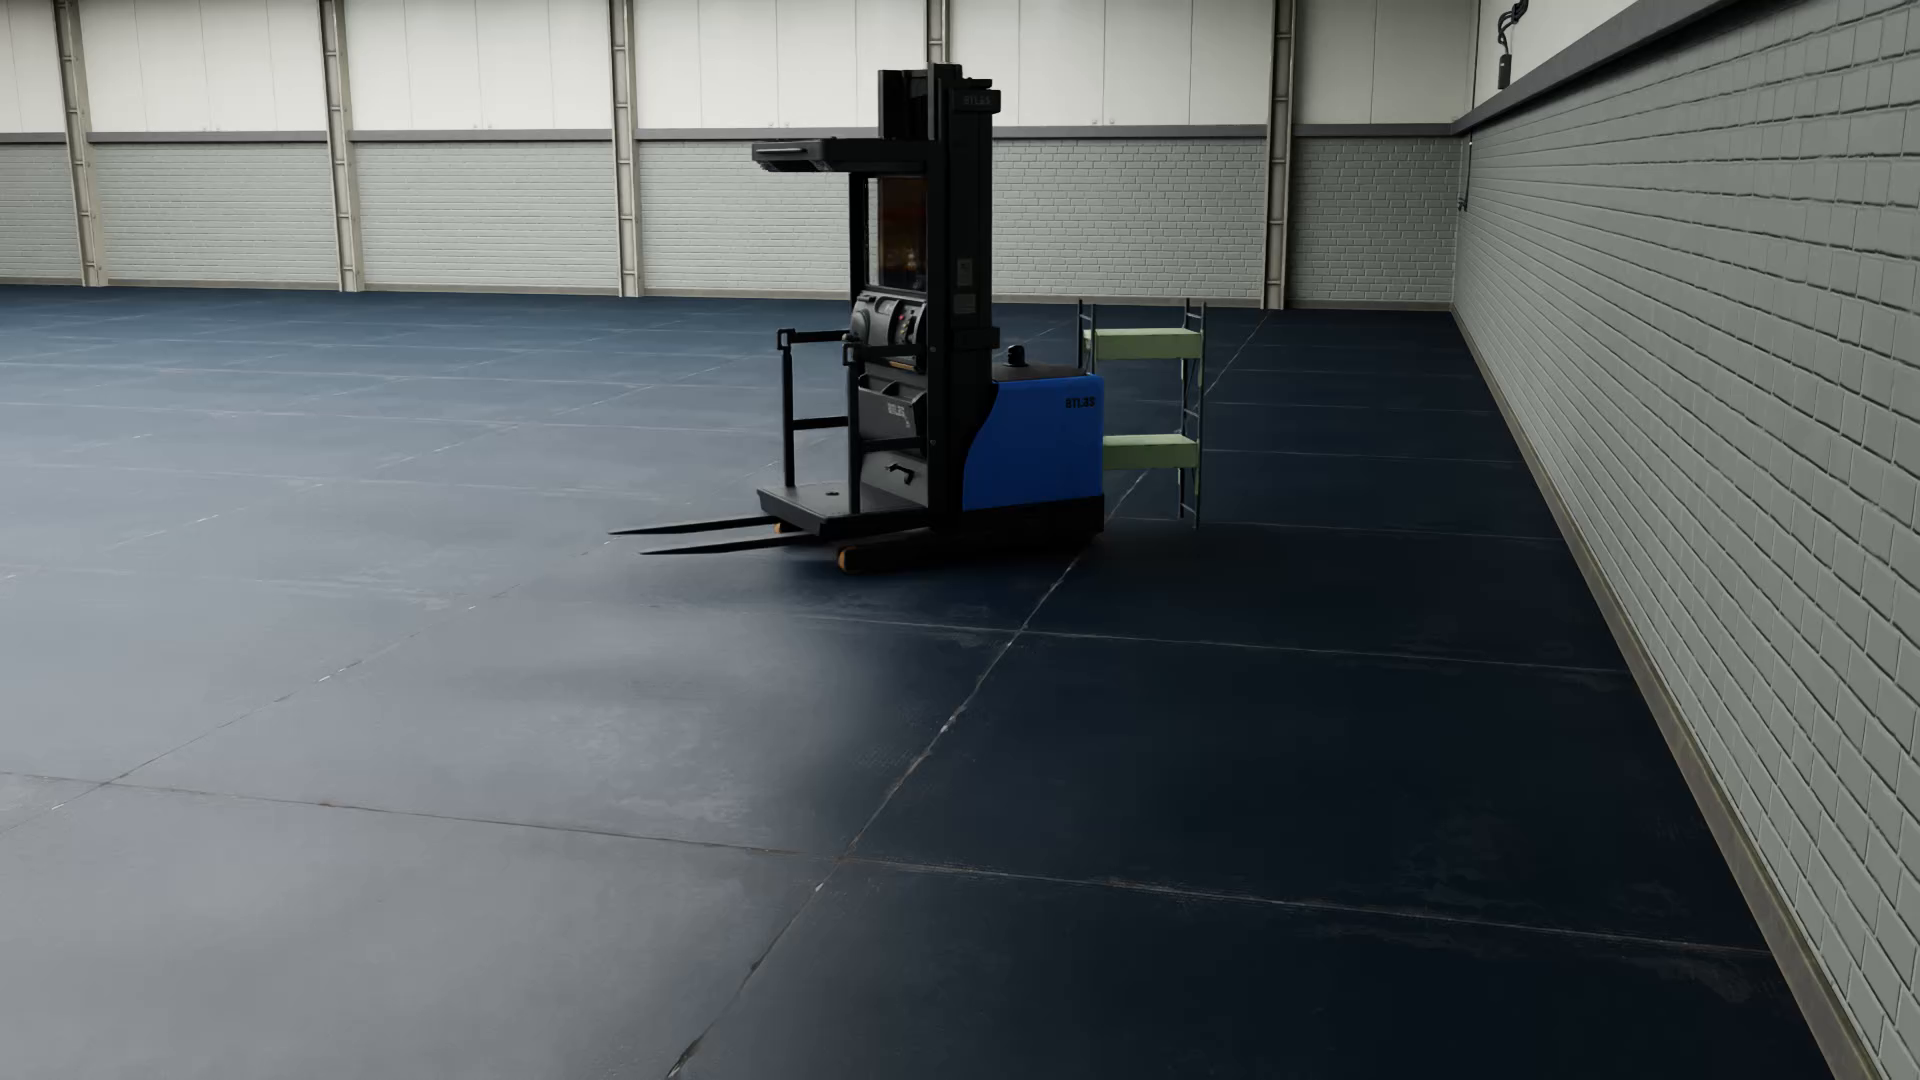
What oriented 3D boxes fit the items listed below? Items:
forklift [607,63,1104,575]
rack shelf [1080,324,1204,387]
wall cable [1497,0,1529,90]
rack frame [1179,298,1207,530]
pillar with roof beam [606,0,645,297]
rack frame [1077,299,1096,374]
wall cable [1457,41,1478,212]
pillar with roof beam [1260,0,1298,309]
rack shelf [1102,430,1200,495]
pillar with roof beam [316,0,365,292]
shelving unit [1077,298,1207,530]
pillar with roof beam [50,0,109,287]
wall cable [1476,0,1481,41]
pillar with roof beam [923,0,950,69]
[{"bbox_3d":[-0.622,-1.356,10.081,3.031,2.935,1.130,-7,14,-28],"label":"forklift"},{"bbox_3d":[1.184,-1.209,10.918,0.720,0.370,0.431,-2,13,-9],"label":"rack shelf"},{"bbox_3d":[5.669,-7.638,16.533,0.169,6.003,2.305,3,13,14],"label":"wall cable"},{"bbox_3d":[1.545,-0.841,11.062,0.023,1.500,0.400,-2,13,-9],"label":"rack frame"},{"bbox_3d":[-7.267,-8.122,26.564,0.400,9.000,9.100,3,13,14],"label":"pillar with roof beam"},{"bbox_3d":[0.823,-0.815,10.943,0.023,1.500,0.400,-2,13,-9],"label":"rack frame"},{"bbox_3d":[7.958,-6.457,26.232,0.112,2.526,3.097,3,13,14],"label":"wall cable"},{"bbox_3d":[4.384,-7.499,23.758,0.400,9.000,9.100,3,13,14],"label":"pillar with roof beam"},{"bbox_3d":[1.184,-0.510,11.073,0.720,0.370,0.431,-2,13,-9],"label":"rack shelf"},{"bbox_3d":[-13.092,-8.433,27.968,0.400,9.000,9.100,3,13,14],"label":"pillar with roof beam"},{"bbox_3d":[1.184,-0.828,11.003,0.755,1.500,0.431,-2,13,-9],"label":"shelving unit"},{"bbox_3d":[-18.917,-8.744,29.371,0.400,9.000,9.100,3,13,14],"label":"pillar with roof beam"},{"bbox_3d":[7.310,-8.354,23.121,0.112,2.526,3.097,3,13,14],"label":"wall cable"},{"bbox_3d":[-1.442,-7.810,25.161,0.400,9.000,9.100,3,13,14],"label":"pillar with roof beam"}]
